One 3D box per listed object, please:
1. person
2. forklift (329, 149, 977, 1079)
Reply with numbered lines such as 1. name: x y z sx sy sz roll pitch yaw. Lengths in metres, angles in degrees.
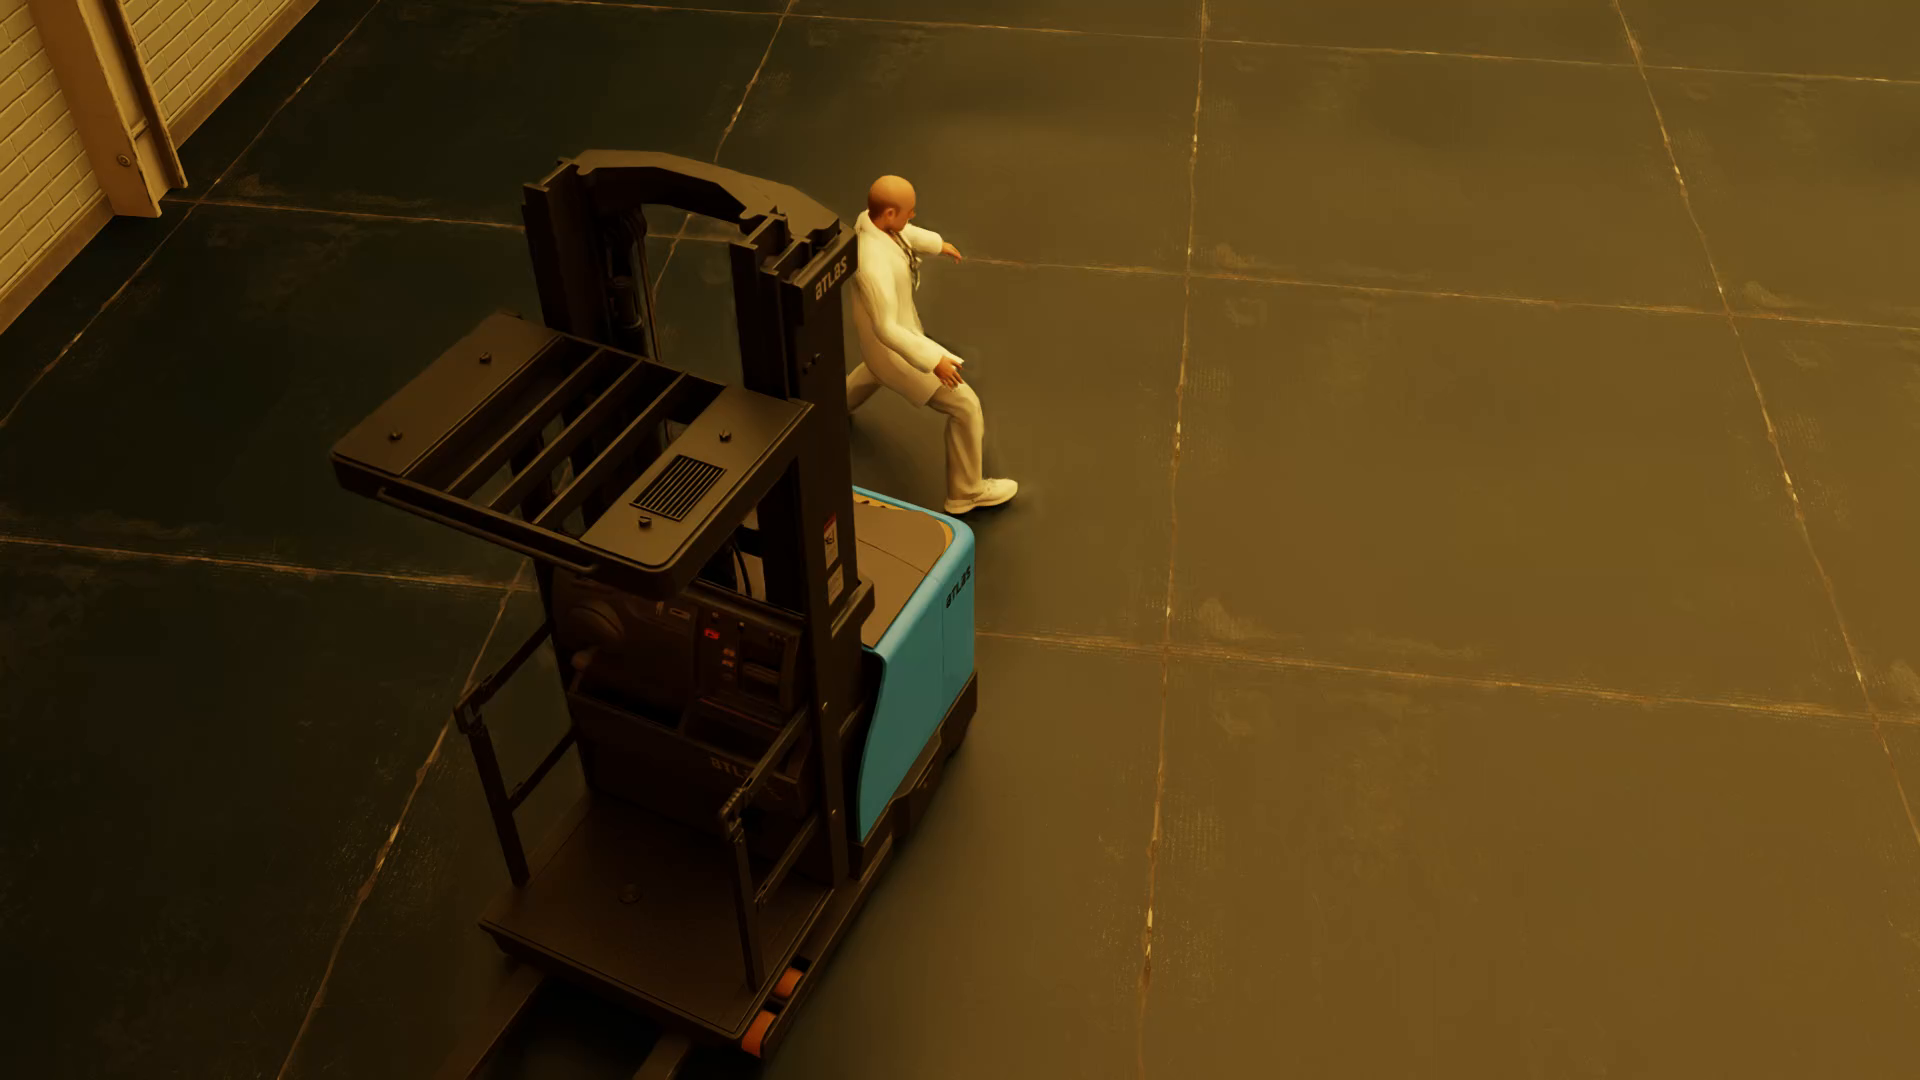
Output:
1. person: -0.229 -1.001 7.844 0.967 1.634 1.032 -3 43 -3
2. forklift: -1.026 0.404 5.284 1.130 2.935 3.031 18 46 19
